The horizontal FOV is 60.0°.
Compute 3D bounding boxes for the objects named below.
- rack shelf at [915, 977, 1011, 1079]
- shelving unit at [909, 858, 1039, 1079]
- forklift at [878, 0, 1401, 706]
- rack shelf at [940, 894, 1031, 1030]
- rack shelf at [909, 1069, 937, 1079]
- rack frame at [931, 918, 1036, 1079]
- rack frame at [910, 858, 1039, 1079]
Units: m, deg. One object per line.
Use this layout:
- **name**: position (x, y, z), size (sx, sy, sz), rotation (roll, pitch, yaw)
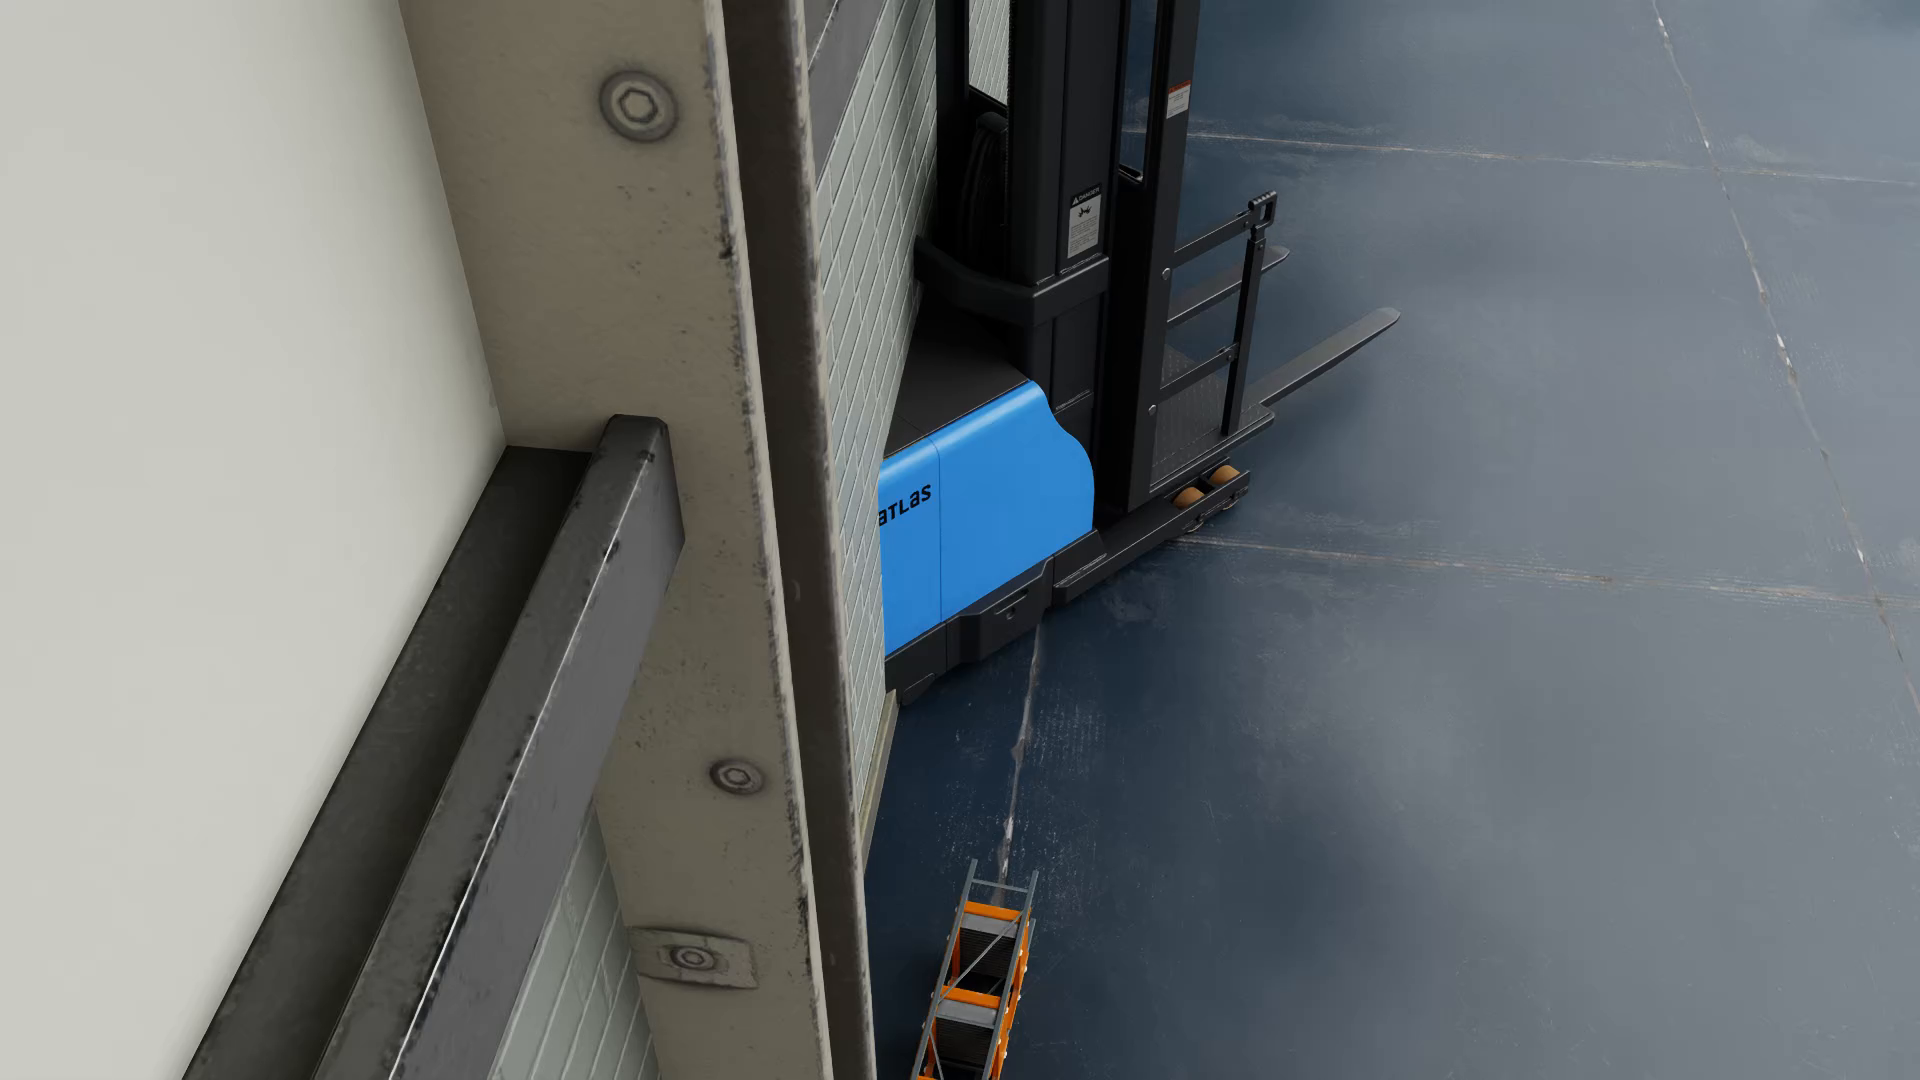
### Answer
- **rack shelf**: position (0.009, 1.402, 4.582), size (0.215, 0.240, 0.259), rotation (9, 44, 10)
- **shelving unit**: position (0.012, 1.395, 4.589), size (0.215, 0.252, 1.050), rotation (9, 44, 10)
- **forklift**: position (0.474, -1.344, 5.537), size (3.031, 2.935, 1.130), rotation (-31, 51, -28)
- **rack shelf**: position (0.075, 1.212, 4.782), size (0.215, 0.240, 0.259), rotation (9, 44, 10)
- **rack shelf**: position (-0.055, 1.588, 4.385), size (0.215, 0.240, 0.259), rotation (9, 44, 10)
- **rack frame**: position (0.012, 1.483, 4.673), size (0.200, 0.008, 1.050), rotation (9, 44, 10)
- **rack frame**: position (0.012, 1.306, 4.505), size (0.200, 0.008, 1.050), rotation (9, 44, 10)
